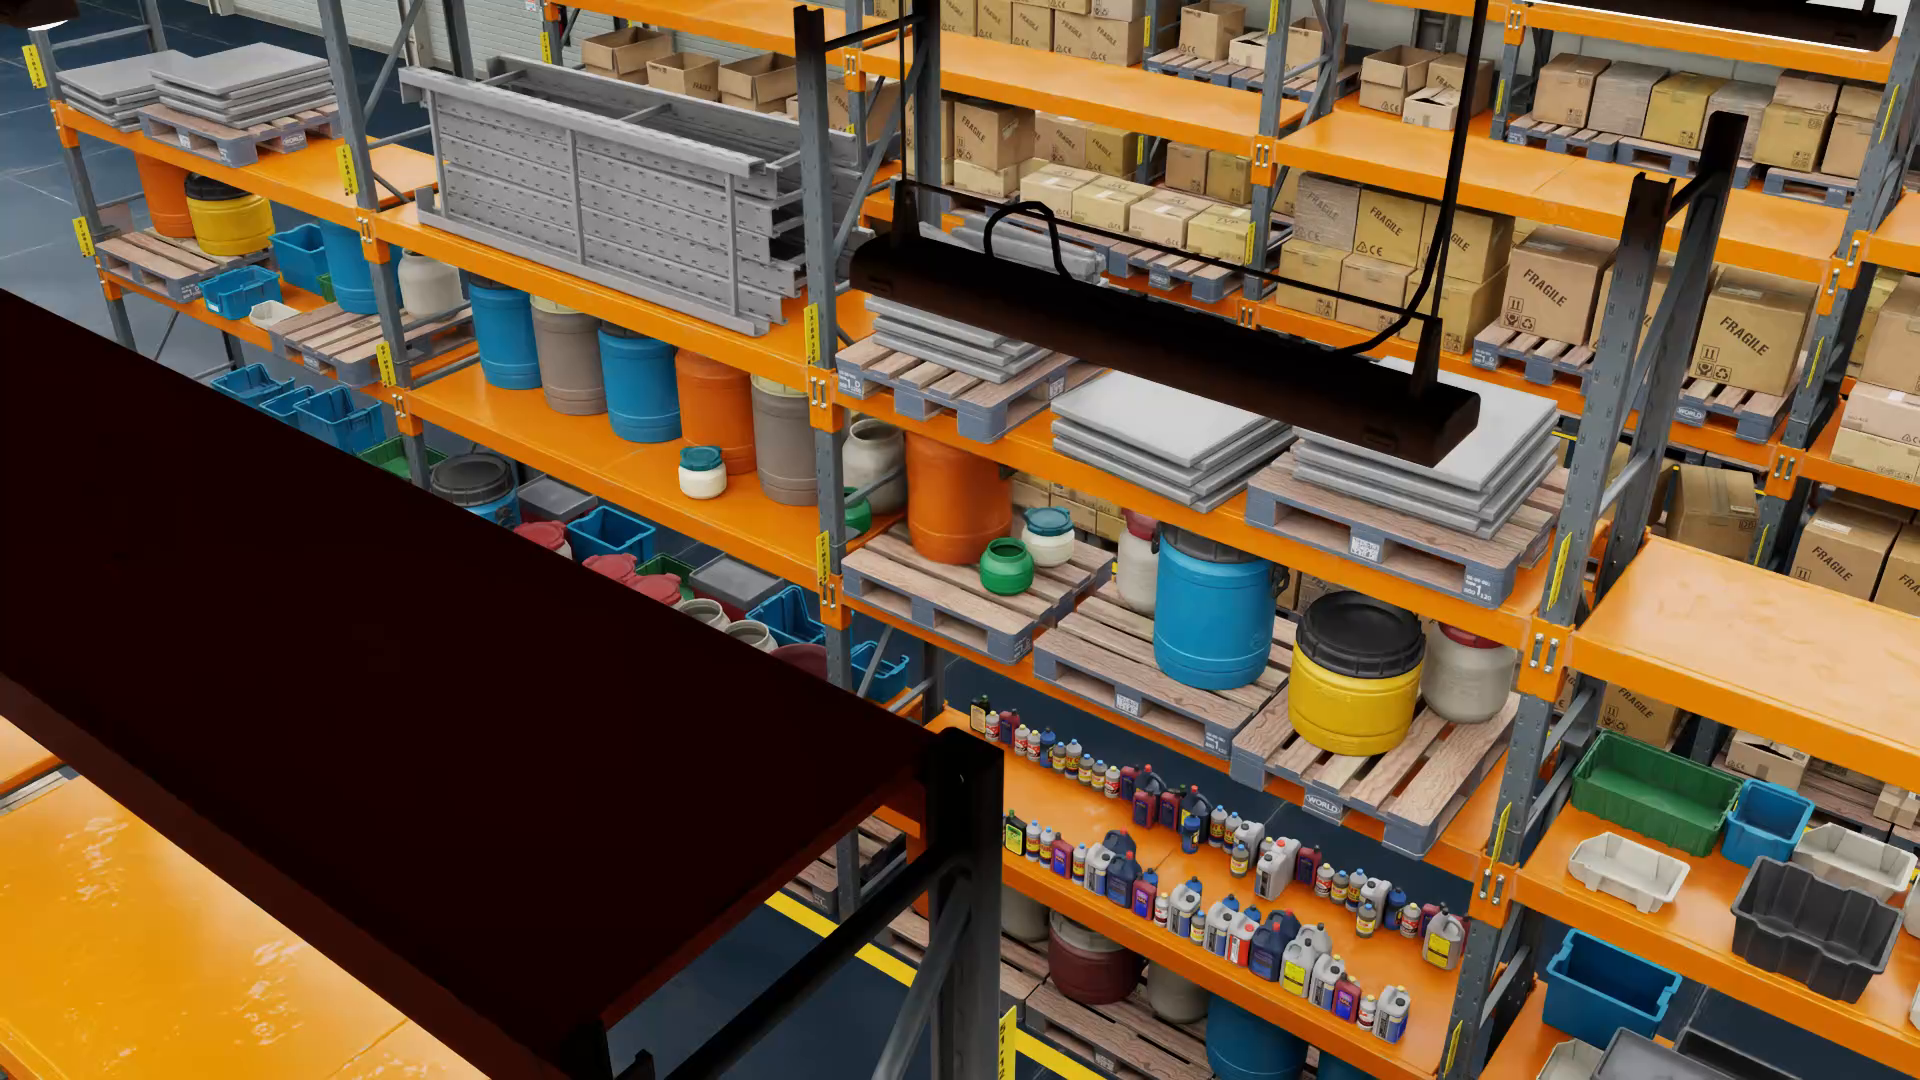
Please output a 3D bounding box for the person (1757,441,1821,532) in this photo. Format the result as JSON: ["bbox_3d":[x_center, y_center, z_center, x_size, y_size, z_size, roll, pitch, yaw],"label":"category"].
[{"bbox_3d":[7.307,-0.531,14.534,0.998,1.636,0.447,14,34,21],"label":"person"}]
